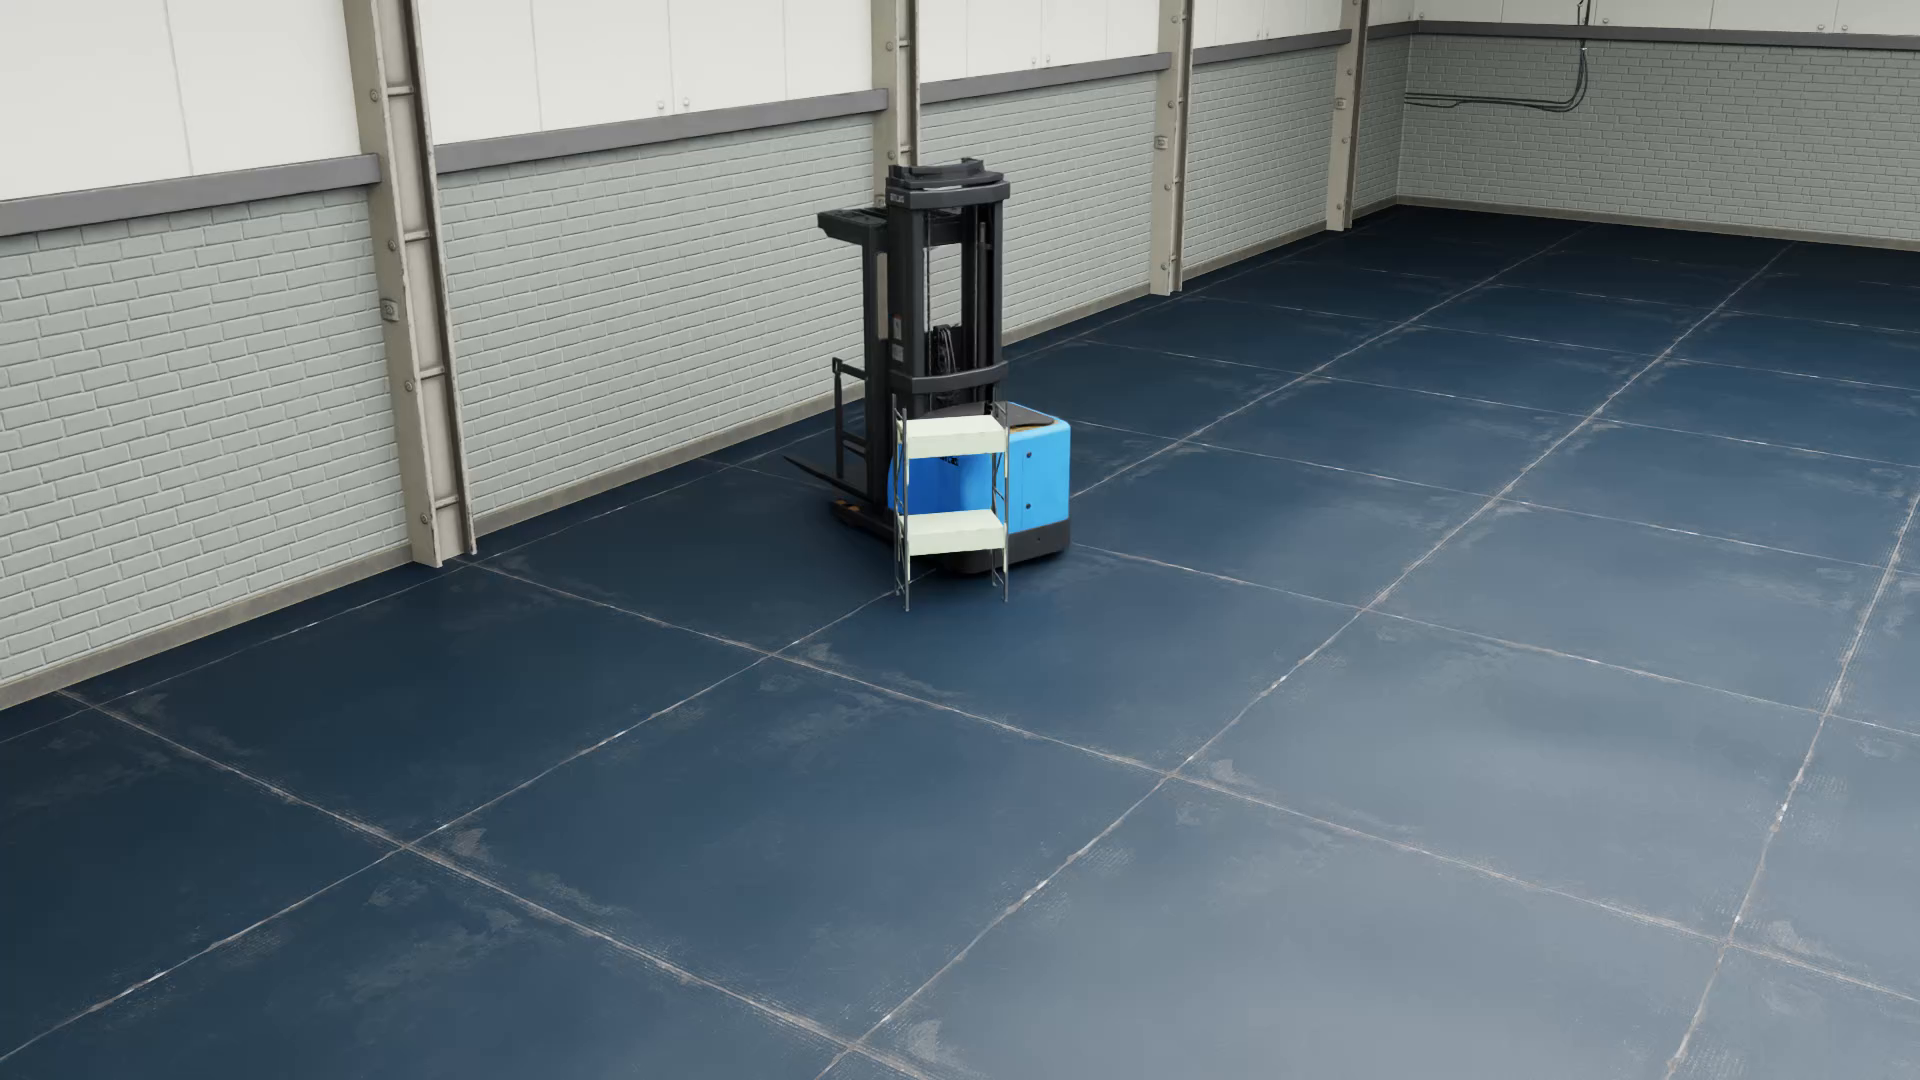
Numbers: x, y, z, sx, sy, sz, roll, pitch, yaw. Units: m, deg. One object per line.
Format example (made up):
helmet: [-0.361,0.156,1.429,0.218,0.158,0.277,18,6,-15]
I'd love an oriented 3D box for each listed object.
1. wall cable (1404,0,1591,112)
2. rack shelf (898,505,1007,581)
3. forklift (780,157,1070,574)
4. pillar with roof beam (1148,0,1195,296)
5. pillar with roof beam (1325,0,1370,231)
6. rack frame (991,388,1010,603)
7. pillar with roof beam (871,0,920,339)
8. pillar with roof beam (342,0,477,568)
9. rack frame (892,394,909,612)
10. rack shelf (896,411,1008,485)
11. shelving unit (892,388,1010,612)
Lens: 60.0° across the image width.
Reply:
wall cable: [8.860,-8.390,27.451,3.097,2.526,0.112,13,24,32]
rack shelf: [-0.066,0.017,11.997,0.720,0.370,0.431,-5,21,-12]
forklift: [-0.423,-1.572,13.290,1.130,2.935,3.031,-14,25,-34]
pillar with roof beam: [6.297,-6.698,18.401,9.100,9.000,0.400,13,24,32]
pillar with roof beam: [9.670,-8.419,23.055,9.100,9.000,0.400,13,24,32]
rack frame: [0.290,-0.318,11.963,0.023,1.500,0.400,-5,21,-12]
pillar with roof beam: [2.925,-4.976,13.747,9.100,9.000,0.400,13,24,32]
pillar with roof beam: [-0.448,-3.255,9.093,9.100,9.000,0.400,13,24,32]
rack frame: [-0.422,-0.260,11.805,0.023,1.500,0.400,-5,21,-12]
rack shelf: [-0.066,-0.655,11.749,0.720,0.370,0.431,-5,21,-12]
shelving unit: [-0.066,-0.289,11.884,0.755,1.500,0.431,-5,21,-12]
